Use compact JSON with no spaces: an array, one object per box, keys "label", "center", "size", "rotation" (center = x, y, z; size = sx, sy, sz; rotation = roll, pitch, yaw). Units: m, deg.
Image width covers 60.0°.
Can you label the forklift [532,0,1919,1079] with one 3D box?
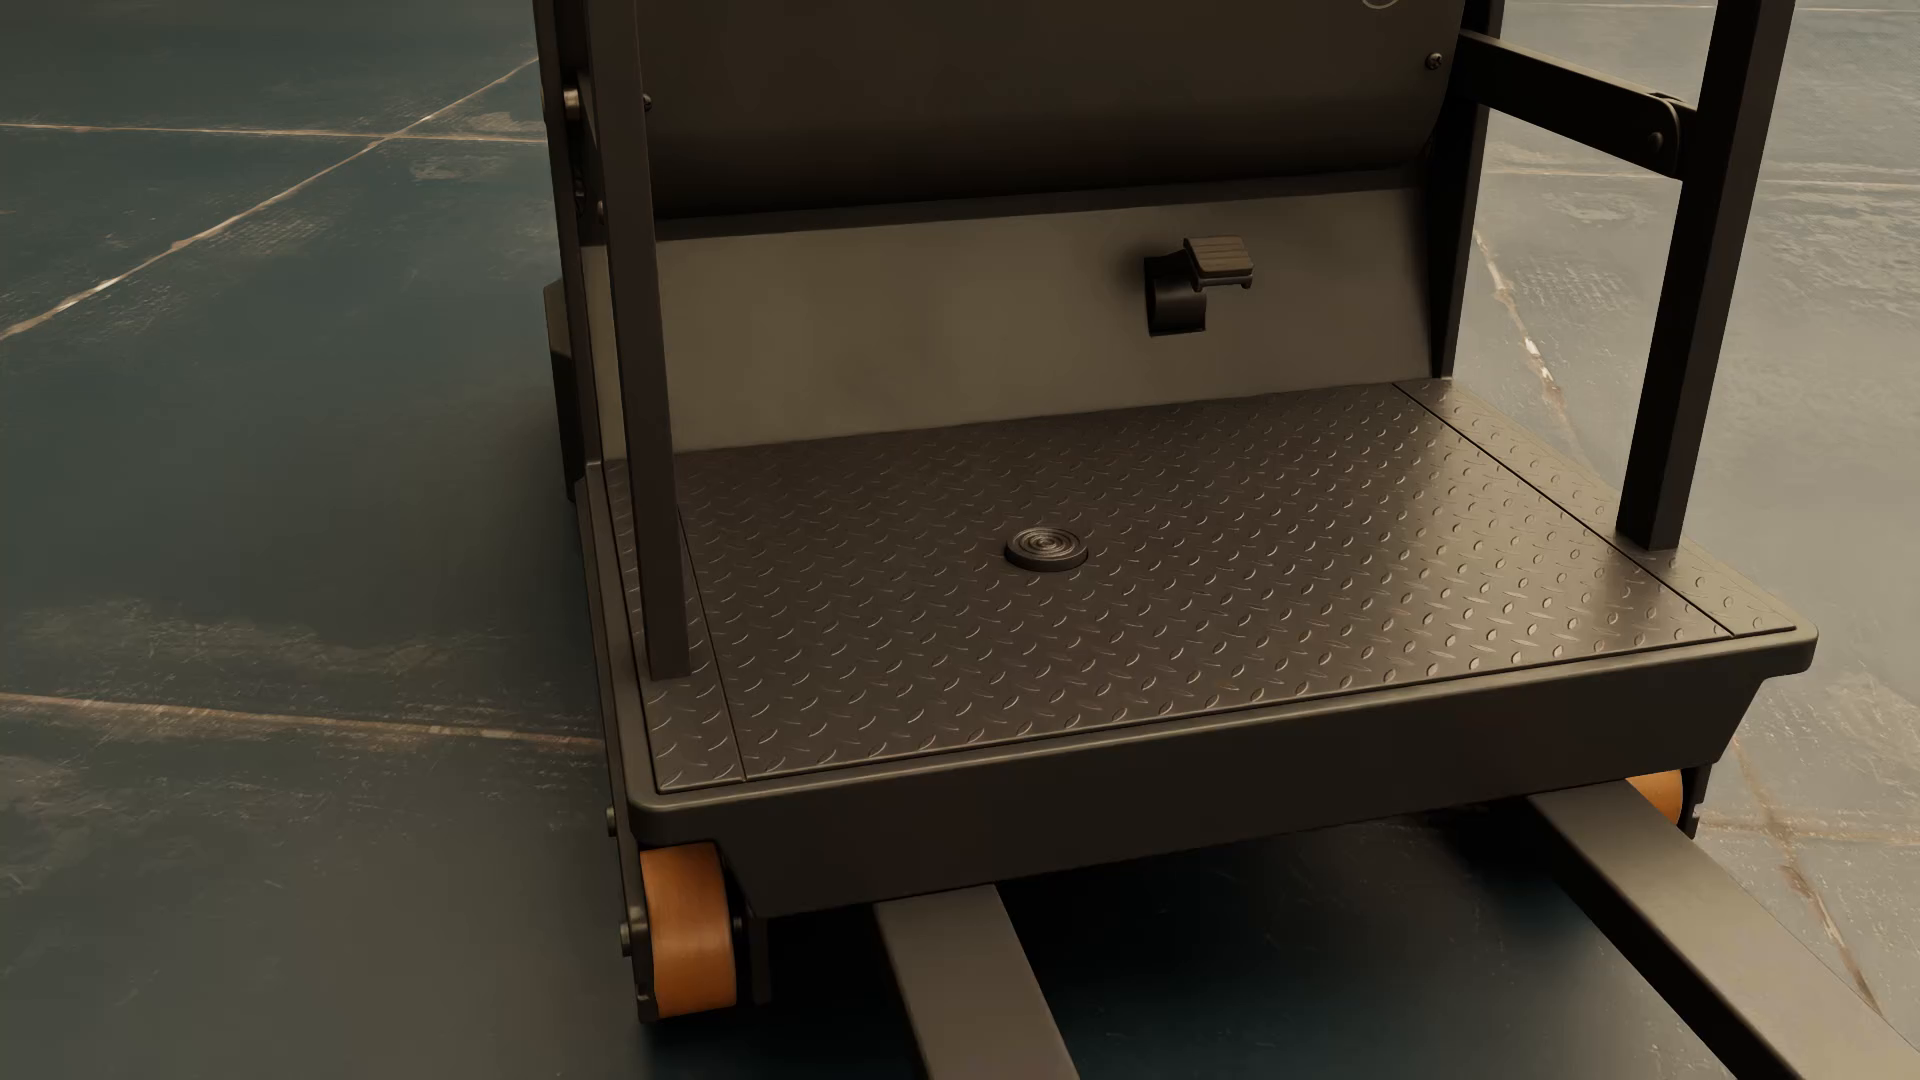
[{"label":"forklift","center":[0.149,-1.048,1.318],"size":[1.121,2.935,3.031],"rotation":[-7,27,-13]}]
